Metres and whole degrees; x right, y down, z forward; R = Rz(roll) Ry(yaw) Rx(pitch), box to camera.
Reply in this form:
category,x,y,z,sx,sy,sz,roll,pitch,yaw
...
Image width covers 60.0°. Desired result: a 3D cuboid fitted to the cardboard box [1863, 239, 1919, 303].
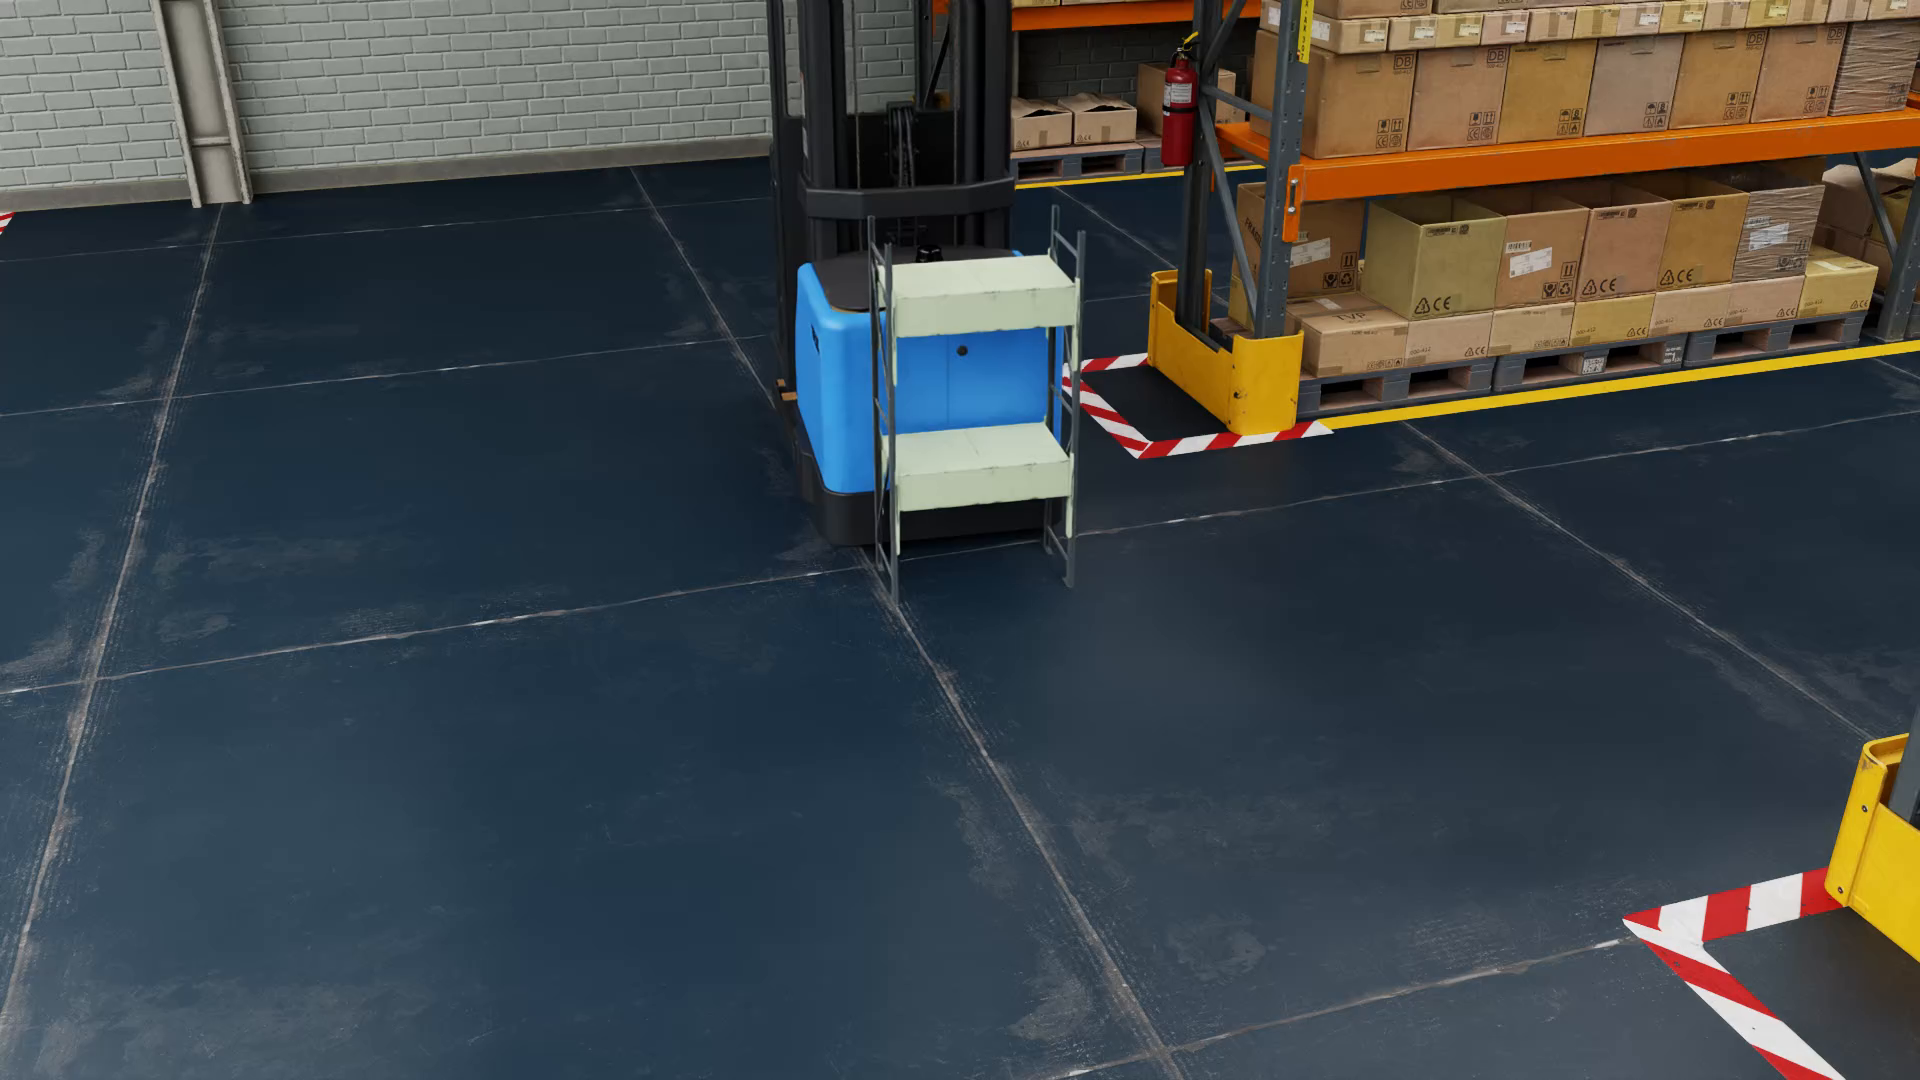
category,x,y,z,sx,sy,sz,roll,pitch,yaw
cardboard box,5.654,-1.589,9.697,0.500,0.250,0.500,-9,28,-17

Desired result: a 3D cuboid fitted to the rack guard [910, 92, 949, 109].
category,x,y,z,sx,sy,sz,roll,pitch,yaw
rack guard,-0.075,-3.115,12.963,0.348,0.500,1.175,-8,28,-16

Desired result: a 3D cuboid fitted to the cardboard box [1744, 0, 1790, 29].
category,x,y,z,sx,sy,sz,roll,pitch,yaw
cardboard box,4.033,-2.749,8.573,0.250,0.149,0.380,-8,28,-16

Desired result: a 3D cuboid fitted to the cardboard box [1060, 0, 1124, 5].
category,x,y,z,sx,sy,sz,roll,pitch,yaw
cardboard box,0.904,-4.177,12.436,0.500,0.250,0.500,-9,28,-18

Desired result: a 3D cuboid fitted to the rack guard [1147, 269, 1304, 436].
category,x,y,z,sx,sy,sz,roll,pitch,yaw
rack guard,1.367,-1.008,8.717,0.348,0.500,1.175,-8,28,-16

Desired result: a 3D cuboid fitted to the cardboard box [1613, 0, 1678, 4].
category,x,y,z,sx,sy,sz,roll,pitch,yaw
cardboard box,3.342,-3.036,8.421,0.500,0.500,0.700,-8,28,-16

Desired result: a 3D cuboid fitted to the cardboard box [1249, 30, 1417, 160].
category,x,y,z,sx,sy,sz,roll,pitch,yaw
cardboard box,1.838,-2.234,8.265,0.500,0.500,0.700,-8,28,-16

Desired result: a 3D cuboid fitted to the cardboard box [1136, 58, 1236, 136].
category,x,y,z,sx,sy,sz,roll,pitch,yaw
cardboard box,1.793,-3.518,13.278,0.500,0.500,0.700,-10,28,-19

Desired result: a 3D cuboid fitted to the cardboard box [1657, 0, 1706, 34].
category,x,y,z,sx,sy,sz,roll,pitch,yaw
cardboard box,3.542,-2.677,8.426,0.250,0.149,0.380,-7,27,-14

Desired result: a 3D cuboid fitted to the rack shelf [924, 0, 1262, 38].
category,x,y,z,sx,sy,sz,roll,pitch,yaw
rack shelf,1.754,-4.178,13.101,4.000,0.370,1.077,-8,28,-16

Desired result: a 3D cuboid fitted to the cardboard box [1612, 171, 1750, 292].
category,x,y,z,sx,sy,sz,roll,pitch,yaw
cardboard box,3.867,-1.683,9.044,0.500,0.500,0.500,-8,28,-16

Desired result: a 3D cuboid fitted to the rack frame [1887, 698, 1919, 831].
category,x,y,z,sx,sy,sz,roll,pitch,yaw
rack frame,2.921,-0.036,3.949,0.127,3.000,1.000,-8,28,-16

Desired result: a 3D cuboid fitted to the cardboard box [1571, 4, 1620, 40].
category,x,y,z,sx,sy,sz,roll,pitch,yaw
cardboard box,3.054,-2.607,8.286,0.250,0.149,0.380,-9,28,-17

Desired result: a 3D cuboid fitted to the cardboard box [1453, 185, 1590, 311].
category,x,y,z,sx,sy,sz,roll,pitch,yaw
cardboard box,2.915,-1.547,8.769,0.500,0.500,0.500,-8,28,-16

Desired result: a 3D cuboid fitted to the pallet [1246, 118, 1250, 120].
category,x,y,z,sx,sy,sz,roll,pitch,yaw
pallet,3.028,-3.419,13.899,1.213,0.211,1.003,-8,28,-16

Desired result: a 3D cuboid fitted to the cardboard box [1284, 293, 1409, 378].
category,x,y,z,sx,sy,sz,roll,pitch,yaw
cardboard box,1.969,-1.067,8.646,0.500,0.250,0.500,-8,28,-16

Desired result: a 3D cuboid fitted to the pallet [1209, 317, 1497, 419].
category,x,y,z,sx,sy,sz,roll,pitch,yaw
pallet,2.104,-1.005,9.036,1.213,0.211,1.003,-8,28,-16

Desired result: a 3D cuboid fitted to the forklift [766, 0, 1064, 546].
category,x,y,z,sx,sy,sz,roll,pitch,yaw
forklift,-0.360,-1.921,7.824,1.130,2.935,3.031,-5,27,-11

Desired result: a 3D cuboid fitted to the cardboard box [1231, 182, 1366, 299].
category,x,y,z,sx,sy,sz,roll,pitch,yaw
cardboard box,1.808,-1.623,8.922,0.500,0.500,0.500,-8,28,-16

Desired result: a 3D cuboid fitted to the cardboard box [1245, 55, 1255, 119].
category,x,y,z,sx,sy,sz,roll,pitch,yaw
cardboard box,2.681,-3.693,13.632,0.500,0.500,0.500,-10,28,-20

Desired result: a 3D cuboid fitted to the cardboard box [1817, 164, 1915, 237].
category,x,y,z,sx,sy,sz,roll,pitch,yaw
cardboard box,5.490,-2.066,10.028,0.500,0.311,0.500,-8,28,-16

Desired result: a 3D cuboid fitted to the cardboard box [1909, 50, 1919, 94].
category,x,y,z,sx,sy,sz,roll,pitch,yaw
cardboard box,5.648,-2.700,9.485,0.500,0.250,0.500,-7,27,-13

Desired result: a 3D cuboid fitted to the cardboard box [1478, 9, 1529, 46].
category,x,y,z,sx,sy,sz,roll,pitch,yaw
cardboard box,2.558,-2.534,8.139,0.250,0.149,0.380,-9,28,-17

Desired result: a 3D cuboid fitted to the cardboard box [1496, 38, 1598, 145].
category,x,y,z,sx,sy,sz,roll,pitch,yaw
cardboard box,2.810,-2.374,8.547,0.500,0.500,0.700,-8,28,-16

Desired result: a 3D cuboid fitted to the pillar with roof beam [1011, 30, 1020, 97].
category,x,y,z,sx,sy,sz,roll,pitch,yaw
pillar with roof beam,1.583,-5.554,8.317,0.400,9.000,9.100,-8,28,-16

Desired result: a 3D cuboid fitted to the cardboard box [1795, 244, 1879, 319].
category,x,y,z,sx,sy,sz,roll,pitch,yaw
cardboard box,4.820,-1.482,9.481,0.500,0.250,0.500,-8,28,-16

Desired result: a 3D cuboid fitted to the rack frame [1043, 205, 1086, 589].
category,x,y,z,sx,sy,sz,roll,pitch,yaw
rack frame,0.414,-0.557,6.686,0.023,1.500,0.400,-6,27,-11

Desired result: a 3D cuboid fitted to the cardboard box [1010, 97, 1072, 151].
category,x,y,z,sx,sy,sz,roll,pitch,yaw
cardboard box,0.538,-3.274,13.001,0.500,0.311,0.500,-12,29,-22

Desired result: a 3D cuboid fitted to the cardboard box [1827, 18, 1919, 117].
category,x,y,z,sx,sy,sz,roll,pitch,yaw
cardboard box,4.774,-2.662,9.127,0.500,0.500,0.700,-9,28,-17

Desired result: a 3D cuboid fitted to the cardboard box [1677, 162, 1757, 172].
category,x,y,z,sx,sy,sz,roll,pitch,yaw
cardboard box,4.183,-1.970,9.622,0.500,0.500,0.500,-8,28,-16

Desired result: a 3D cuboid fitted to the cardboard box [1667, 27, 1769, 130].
category,x,y,z,sx,sy,sz,roll,pitch,yaw
cardboard box,3.796,-2.520,8.839,0.500,0.500,0.700,-8,27,-15

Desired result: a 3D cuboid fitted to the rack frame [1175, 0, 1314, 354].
category,x,y,z,sx,sy,sz,roll,pitch,yaw
rack frame,1.390,-2.131,8.168,0.127,3.000,1.000,-8,28,-16

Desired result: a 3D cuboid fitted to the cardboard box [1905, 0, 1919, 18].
category,x,y,z,sx,sy,sz,roll,pitch,yaw
cardboard box,5.001,-2.889,8.853,0.250,0.149,0.380,-8,28,-16

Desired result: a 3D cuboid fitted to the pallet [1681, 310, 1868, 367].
category,x,y,z,sx,sy,sz,roll,pitch,yaw
pallet,4.424,-1.341,9.713,1.213,0.211,1.003,-8,28,-16

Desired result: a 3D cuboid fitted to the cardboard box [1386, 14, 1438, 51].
category,x,y,z,sx,sy,sz,roll,pitch,yaw
cardboard box,2.080,-2.466,8.003,0.250,0.149,0.380,-9,28,-17

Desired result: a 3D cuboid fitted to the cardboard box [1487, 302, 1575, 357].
category,x,y,z,sx,sy,sz,roll,pitch,yaw
cardboard box,2.919,-1.206,8.926,0.500,0.250,0.500,-8,28,-16

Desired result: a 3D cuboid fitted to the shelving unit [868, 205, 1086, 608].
category,x,y,z,sx,sy,sz,roll,pitch,yaw
shelving unit,0.056,-0.522,6.615,0.755,1.500,0.431,-6,27,-11

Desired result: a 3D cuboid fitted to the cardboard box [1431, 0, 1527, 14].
category,x,y,z,sx,sy,sz,roll,pitch,yaw
cardboard box,2.387,-2.897,8.141,0.500,0.500,0.700,-9,28,-17

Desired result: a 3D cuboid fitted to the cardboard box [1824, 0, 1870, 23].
category,x,y,z,sx,sy,sz,roll,pitch,yaw
cardboard box,4.517,-2.818,8.712,0.250,0.149,0.380,-9,28,-18

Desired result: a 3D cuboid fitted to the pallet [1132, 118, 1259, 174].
category,x,y,z,sx,sy,sz,roll,pitch,yaw
pallet,1.866,-3.249,13.558,1.213,0.211,1.003,-8,28,-16

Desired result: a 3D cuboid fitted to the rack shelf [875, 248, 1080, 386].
category,x,y,z,sx,sy,sz,roll,pitch,yaw
rack shelf,0.056,-0.871,6.441,0.720,0.370,0.431,-6,27,-11

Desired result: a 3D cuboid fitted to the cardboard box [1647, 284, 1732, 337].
category,x,y,z,sx,sy,sz,roll,pitch,yaw
cardboard box,3.871,-1.342,9.199,0.500,0.250,0.500,-8,28,-16

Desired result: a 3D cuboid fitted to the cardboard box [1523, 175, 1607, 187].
category,x,y,z,sx,sy,sz,roll,pitch,yaw
cardboard box,3.230,-1.835,9.349,0.500,0.500,0.500,-8,28,-16

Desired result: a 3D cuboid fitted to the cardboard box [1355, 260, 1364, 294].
category,x,y,z,sx,sy,sz,roll,pitch,yaw
cardboard box,2.280,-1.360,9.236,0.500,0.250,0.500,-8,28,-16
